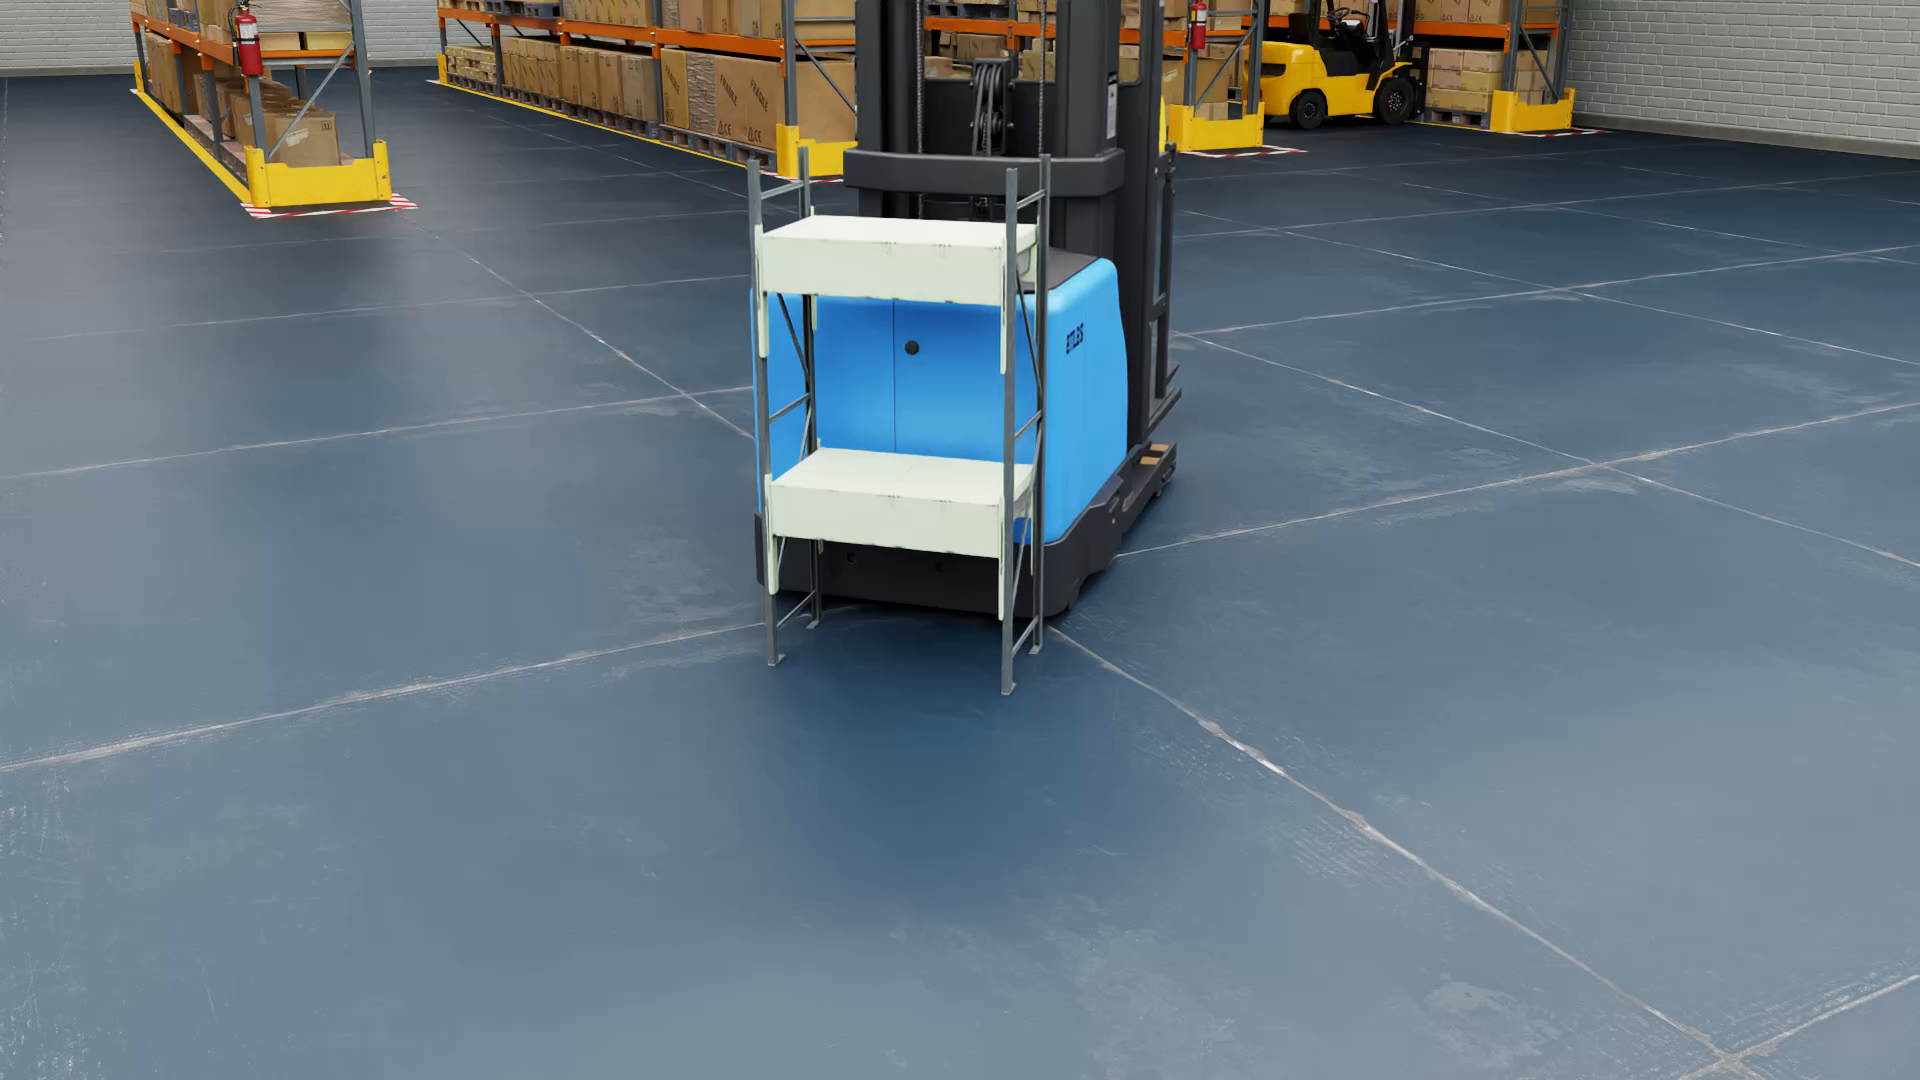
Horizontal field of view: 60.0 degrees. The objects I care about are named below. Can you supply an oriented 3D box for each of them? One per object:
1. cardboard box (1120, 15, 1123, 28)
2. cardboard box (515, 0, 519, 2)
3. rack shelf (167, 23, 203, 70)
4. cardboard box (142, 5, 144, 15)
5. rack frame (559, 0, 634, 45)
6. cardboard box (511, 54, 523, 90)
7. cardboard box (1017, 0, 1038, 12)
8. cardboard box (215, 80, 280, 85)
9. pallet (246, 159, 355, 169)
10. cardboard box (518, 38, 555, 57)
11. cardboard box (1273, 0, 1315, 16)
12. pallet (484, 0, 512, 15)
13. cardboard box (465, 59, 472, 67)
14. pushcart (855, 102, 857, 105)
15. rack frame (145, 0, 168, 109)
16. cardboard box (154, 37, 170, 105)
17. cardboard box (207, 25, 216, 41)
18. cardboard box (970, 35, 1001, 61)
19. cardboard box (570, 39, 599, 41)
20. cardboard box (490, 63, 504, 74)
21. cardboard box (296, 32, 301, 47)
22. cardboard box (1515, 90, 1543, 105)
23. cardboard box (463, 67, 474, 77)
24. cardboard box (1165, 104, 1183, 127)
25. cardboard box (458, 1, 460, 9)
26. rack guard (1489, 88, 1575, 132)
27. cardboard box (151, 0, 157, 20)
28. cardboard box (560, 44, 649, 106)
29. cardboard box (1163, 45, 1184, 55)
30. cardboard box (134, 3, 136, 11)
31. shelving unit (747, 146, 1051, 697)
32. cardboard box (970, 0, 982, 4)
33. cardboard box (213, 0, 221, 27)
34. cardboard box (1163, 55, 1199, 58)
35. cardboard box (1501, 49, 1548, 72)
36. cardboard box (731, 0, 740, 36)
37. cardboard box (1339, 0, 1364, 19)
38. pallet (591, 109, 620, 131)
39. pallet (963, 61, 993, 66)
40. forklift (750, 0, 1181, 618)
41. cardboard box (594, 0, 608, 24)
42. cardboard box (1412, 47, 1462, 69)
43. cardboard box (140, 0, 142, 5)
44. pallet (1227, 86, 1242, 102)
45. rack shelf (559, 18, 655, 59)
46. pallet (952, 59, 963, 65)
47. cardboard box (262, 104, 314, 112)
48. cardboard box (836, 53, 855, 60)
[{"bbox_3d":[1.983,-6.294,20.157,0.380,0.149,0.250,-10,22,-27],"label":"cardboard box"},{"bbox_3d":[-6.333,-8.002,24.464,0.380,0.149,0.250,-9,21,-25],"label":"cardboard box"},{"bbox_3d":[-8.553,-5.829,19.529,1.077,0.370,4.000,-10,21,-27],"label":"rack shelf"},{"bbox_3d":[-11.958,-7.884,24.765,0.380,0.149,0.250,-10,21,-26],"label":"cardboard box"},{"bbox_3d":[-5.089,-7.483,23.218,1.000,3.000,0.127,-10,21,-27],"label":"rack frame"},{"bbox_3d":[-6.619,-7.243,25.712,0.500,0.500,0.500,-9,21,-24],"label":"cardboard box"},{"bbox_3d":[1.082,-7.149,21.640,0.500,0.500,0.500,-10,21,-27],"label":"cardboard box"},{"bbox_3d":[-8.352,-5.102,19.475,0.700,0.500,0.500,-12,22,-31],"label":"cardboard box"},{"bbox_3d":[-6.094,-3.389,15.630,1.003,0.211,1.213,-10,21,-27],"label":"pallet"},{"bbox_3d":[-6.377,-7.450,25.161,0.500,0.250,0.500,-9,21,-25],"label":"cardboard box"},{"bbox_3d":[5.016,-7.933,24.754,0.500,0.250,0.500,-9,21,-25],"label":"cardboard box"},{"bbox_3d":[-6.754,-8.298,25.876,1.003,0.211,1.213,-10,21,-27],"label":"pallet"},{"bbox_3d":[-8.355,-8.285,28.813,0.380,0.149,0.250,-11,22,-29],"label":"cardboard box"},{"bbox_3d":[-0.864,-5.523,21.559,0.936,0.377,1.648,16,25,39],"label":"pushcart"},{"bbox_3d":[-11.402,-7.892,24.403,1.000,3.000,0.127,-10,21,-27],"label":"rack frame"},{"bbox_3d":[-10.228,-6.396,22.682,1.225,0.875,0.875,-10,21,-26],"label":"cardboard box"},{"bbox_3d":[-7.306,-5.078,16.635,0.380,0.149,0.250,-10,21,-27],"label":"cardboard box"},{"bbox_3d":[0.529,-9.753,32.985,0.500,0.500,0.500,-10,21,-26],"label":"cardboard box"},{"bbox_3d":[-5.668,-7.379,24.956,0.500,0.250,0.500,-10,21,-26],"label":"cardboard box"},{"bbox_3d":[-7.418,-7.664,27.013,0.380,0.149,0.250,-10,21,-26],"label":"cardboard box"},{"bbox_3d":[-5.973,-4.664,15.435,0.380,0.149,0.250,-10,21,-27],"label":"cardboard box"},{"bbox_3d":[7.323,-5.822,21.976,0.500,0.250,0.500,-10,21,-26],"label":"cardboard box"},{"bbox_3d":[-8.329,-8.064,28.628,0.380,0.149,0.250,-11,22,-29],"label":"cardboard box"},{"bbox_3d":[2.386,-5.078,19.820,0.500,0.250,0.500,-10,21,-27],"label":"cardboard box"},{"bbox_3d":[-8.434,-9.230,28.666,0.380,0.149,0.250,-10,22,-27],"label":"cardboard box"},{"bbox_3d":[7.396,-5.563,21.488,1.175,0.500,0.348,-10,21,-27],"label":"rack guard"},{"bbox_3d":[-10.927,-7.480,23.058,0.500,0.500,0.500,-11,22,-28],"label":"cardboard box"},{"bbox_3d":[-4.879,-6.429,22.969,1.050,0.750,0.750,-10,22,-27],"label":"cardboard box"},{"bbox_3d":[3.870,-7.943,27.549,0.875,0.625,0.625,-9,21,-25],"label":"cardboard box"},{"bbox_3d":[-12.810,-8.399,26.260,0.380,0.149,0.250,-10,22,-27],"label":"cardboard box"},{"bbox_3d":[-0.162,-0.352,4.852,0.755,1.500,0.431,6,20,16],"label":"shelving unit"},{"bbox_3d":[0.368,-7.462,22.899,0.380,0.149,0.250,-10,22,-28],"label":"cardboard box"},{"bbox_3d":[-6.710,-5.217,16.044,0.875,0.500,0.500,-10,21,-27],"label":"cardboard box"},{"bbox_3d":[2.614,-5.666,20.374,0.500,0.500,0.500,-11,22,-29],"label":"cardboard box"},{"bbox_3d":[7.323,-6.291,21.802,0.500,0.250,0.500,-10,22,-27],"label":"cardboard box"},{"bbox_3d":[-1.942,-5.691,17.796,0.875,0.550,0.550,-10,21,-27],"label":"cardboard box"},{"bbox_3d":[5.728,-7.633,23.499,0.500,0.500,0.500,-10,21,-26],"label":"cardboard box"},{"bbox_3d":[-4.206,-5.577,21.969,1.003,0.211,1.213,-10,21,-27],"label":"pallet"},{"bbox_3d":[0.778,-9.426,33.126,1.003,0.211,1.213,-10,21,-27],"label":"pallet"},{"bbox_3d":[0.256,-1.586,6.234,1.130,2.935,3.031,6,20,17],"label":"forklift"},{"bbox_3d":[-4.396,-6.926,21.450,0.500,0.500,0.500,-10,22,-27],"label":"cardboard box"},{"bbox_3d":[6.395,-6.496,22.397,0.500,0.250,0.500,-10,21,-26],"label":"cardboard box"},{"bbox_3d":[-12.090,-8.196,25.058,0.500,0.250,0.500,-9,21,-25],"label":"cardboard box"},{"bbox_3d":[4.518,-7.138,26.494,1.003,0.211,1.213,-10,21,-27],"label":"pallet"},{"bbox_3d":[-4.140,-6.569,21.671,1.077,0.370,4.000,-10,21,-27],"label":"rack shelf"},{"bbox_3d":[0.202,-9.776,34.139,1.003,0.211,1.213,-10,21,-27],"label":"pallet"},{"bbox_3d":[-6.580,-3.995,16.298,0.500,0.500,0.500,-8,21,-22],"label":"cardboard box"},{"bbox_3d":[-1.456,-7.940,27.158,0.875,0.875,0.875,-10,21,-26],"label":"cardboard box"}]
